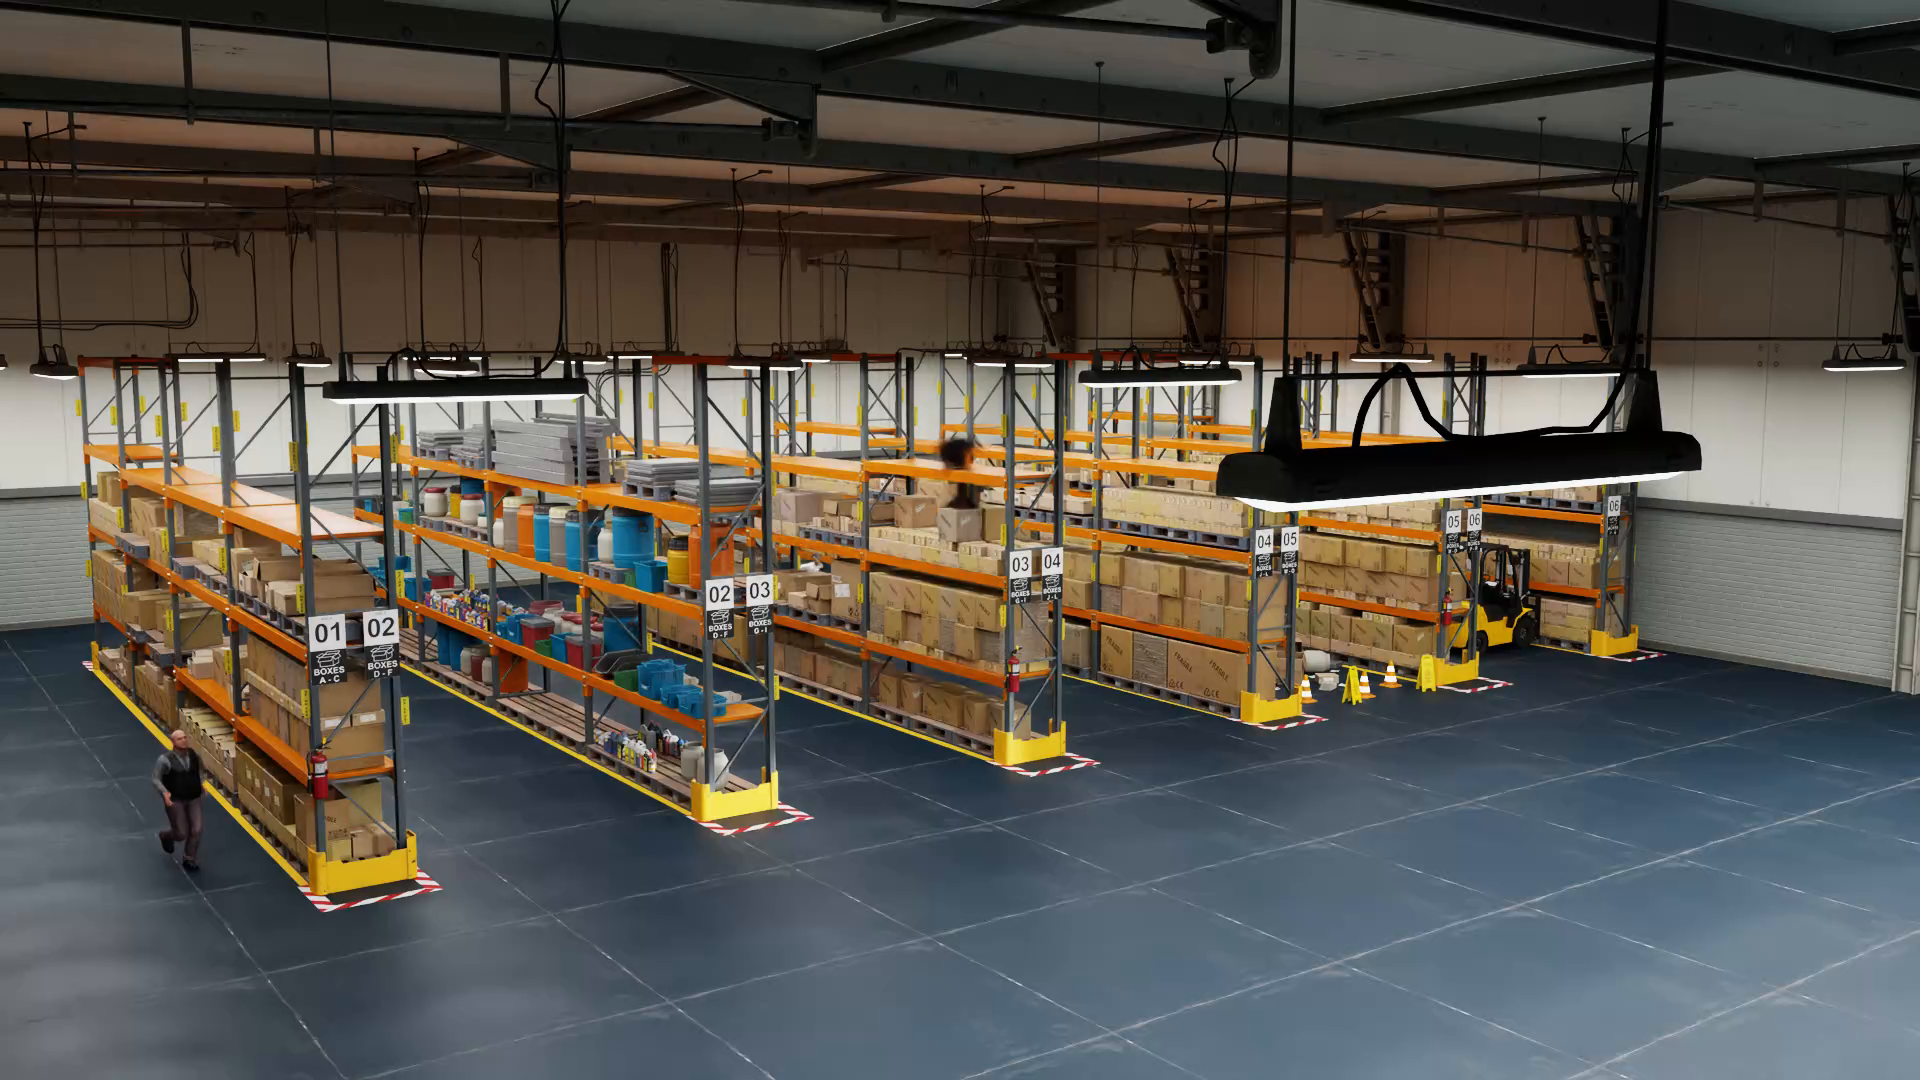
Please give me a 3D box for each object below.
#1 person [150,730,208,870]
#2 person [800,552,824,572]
[{"bbox_3d":[-9.360,3.097,19.953,0.687,1.676,0.672,6,9,41],"label":"person"},{"bbox_3d":[-3.267,1.057,36.983,0.685,1.613,0.599,6,9,41],"label":"person"}]
